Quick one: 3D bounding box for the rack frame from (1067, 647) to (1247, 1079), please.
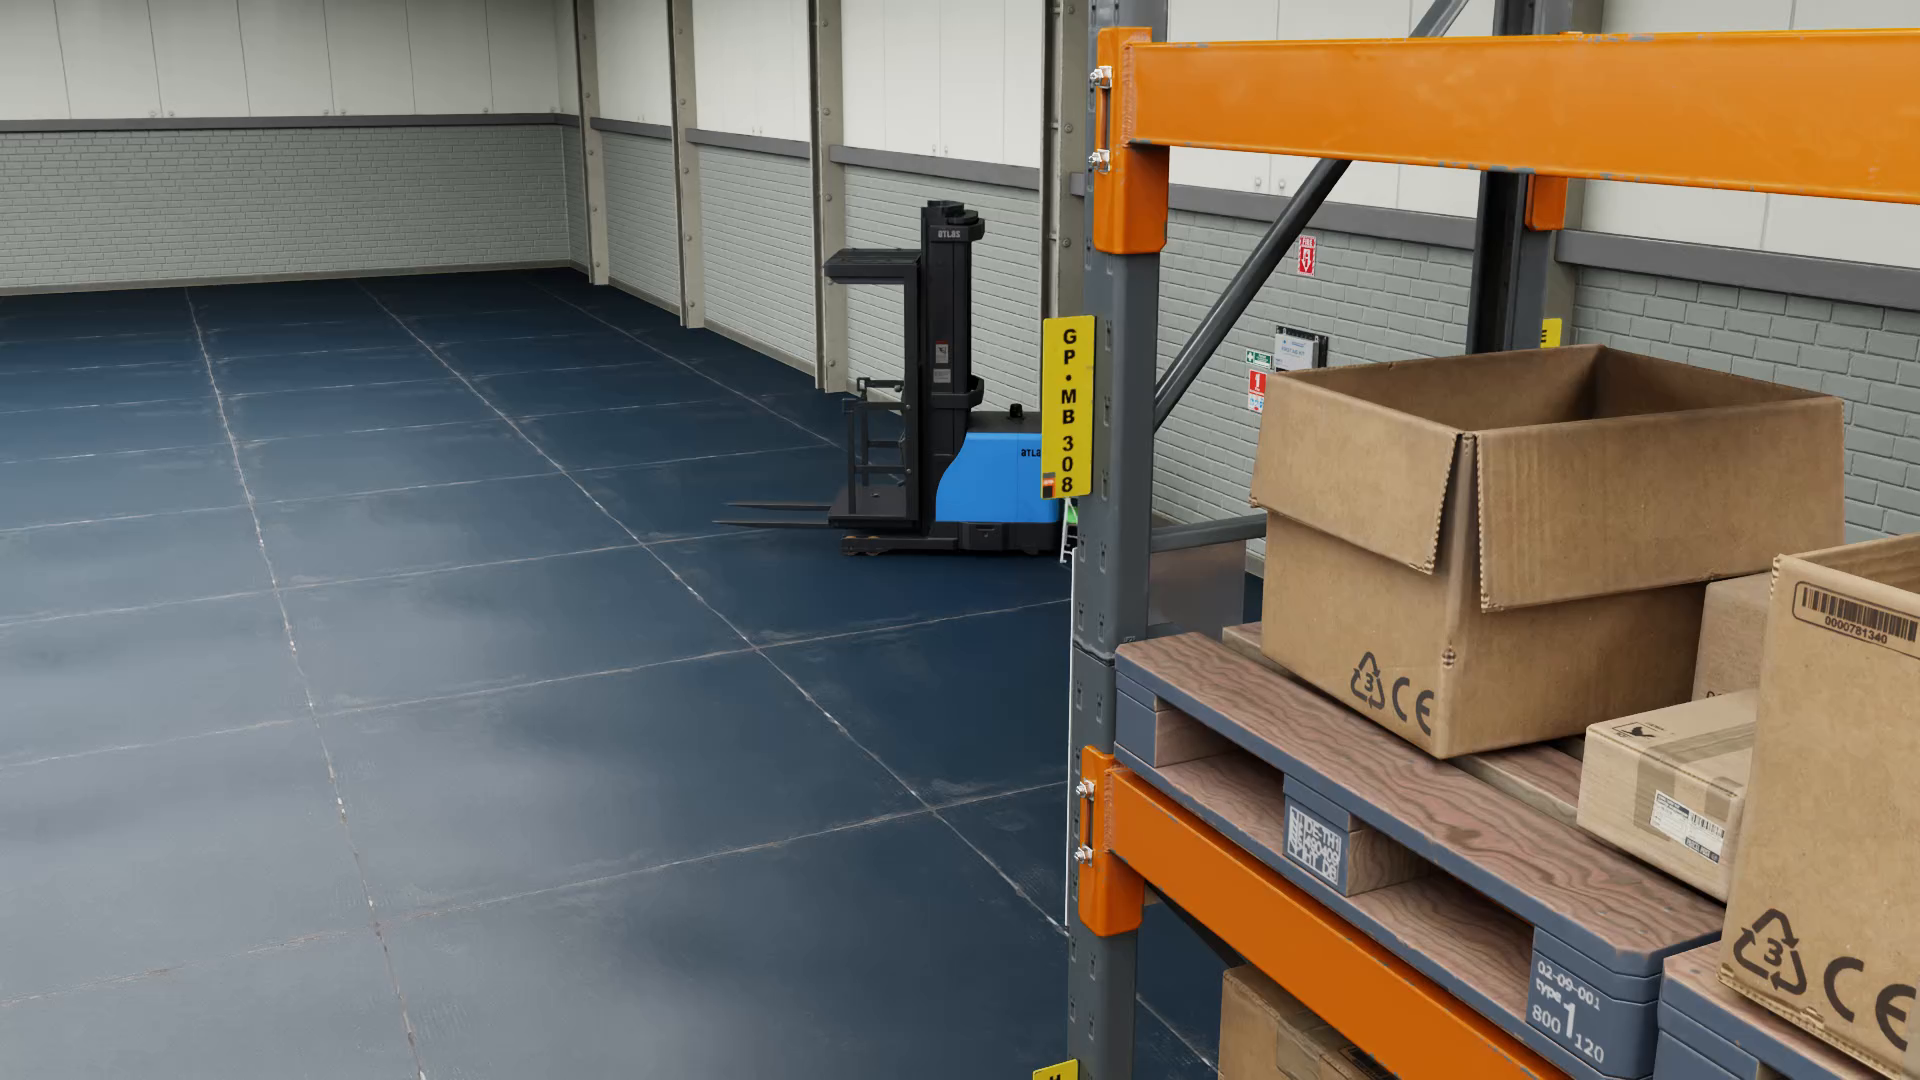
[{"bbox_3d":[0.693,1.599,3.739,1.000,3.000,0.127,-8,18,-25],"label":"rack frame"}]

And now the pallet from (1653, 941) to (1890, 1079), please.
[{"bbox_3d":[1.518,0.681,1.660,1.003,0.211,1.213,-8,18,-25],"label":"pallet"}]

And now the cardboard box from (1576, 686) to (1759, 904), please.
[{"bbox_3d":[1.050,0.322,2.192,0.380,0.149,0.250,-8,18,-25],"label":"cardboard box"}]

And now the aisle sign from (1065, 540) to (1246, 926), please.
[{"bbox_3d":[0.389,0.370,3.309,0.394,0.787,0.004,-8,18,-25],"label":"aisle sign"}]

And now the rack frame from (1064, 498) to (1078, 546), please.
[{"bbox_3d":[1.070,-0.520,14.356,0.240,1.200,0.015,6,17,5],"label":"rack frame"}]

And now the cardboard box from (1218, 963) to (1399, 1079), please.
[{"bbox_3d":[0.909,1.058,3.092,0.700,0.500,0.500,-8,18,-25],"label":"cardboard box"}]

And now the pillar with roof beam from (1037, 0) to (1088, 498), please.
[{"bbox_3d":[-2.898,-4.270,13.316,9.100,9.000,0.400,-8,18,-25],"label":"pillar with roof beam"}]

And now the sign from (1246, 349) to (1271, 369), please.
[{"bbox_3d":[2.397,-1.456,13.359,0.001,0.109,0.331,-8,18,-25],"label":"sign"}]

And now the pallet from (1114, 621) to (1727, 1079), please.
[{"bbox_3d":[0.980,0.378,2.716,1.003,0.211,1.213,-8,18,-25],"label":"pallet"}]

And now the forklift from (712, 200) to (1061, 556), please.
[{"bbox_3d":[-0.629,-1.419,14.383,3.031,2.935,1.130,1,16,3],"label":"forklift"}]

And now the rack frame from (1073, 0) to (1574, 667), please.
[{"bbox_3d":[0.693,-1.284,2.912,1.000,3.000,0.127,-8,18,-25],"label":"rack frame"}]

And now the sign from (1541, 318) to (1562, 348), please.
[{"bbox_3d":[1.187,-0.292,3.431,0.100,0.325,0.005,-8,18,-25],"label":"sign"}]

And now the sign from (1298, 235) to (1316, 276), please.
[{"bbox_3d":[2.638,-2.165,12.653,0.001,0.298,0.199,-8,18,-25],"label":"sign"}]

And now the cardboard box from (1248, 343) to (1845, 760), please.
[{"bbox_3d":[0.941,-0.018,2.736,0.797,0.503,0.637,-6,17,-21],"label":"cardboard box"}]

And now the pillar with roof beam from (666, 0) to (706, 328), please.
[{"bbox_3d":[-8.155,-7.246,23.685,9.100,9.000,0.400,-8,18,-25],"label":"pillar with roof beam"}]

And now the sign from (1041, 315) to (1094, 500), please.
[{"bbox_3d":[0.192,-0.235,2.966,0.100,0.325,0.005,-8,18,-25],"label":"sign"}]

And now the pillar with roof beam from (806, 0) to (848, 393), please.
[{"bbox_3d":[-5.527,-5.758,18.501,9.100,9.000,0.400,-8,18,-25],"label":"pillar with roof beam"}]

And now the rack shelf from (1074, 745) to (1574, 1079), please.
[{"bbox_3d":[1.569,0.999,1.697,1.077,0.370,4.000,-8,18,-25],"label":"rack shelf"}]

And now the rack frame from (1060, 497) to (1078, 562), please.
[{"bbox_3d":[1.012,-0.386,13.890,0.240,1.200,0.015,6,17,5],"label":"rack frame"}]

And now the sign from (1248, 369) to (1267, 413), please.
[{"bbox_3d":[2.402,-1.203,13.440,0.001,0.329,0.234,-8,18,-25],"label":"sign"}]

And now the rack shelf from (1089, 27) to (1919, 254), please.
[{"bbox_3d":[1.569,-0.250,1.338,1.077,0.370,4.000,-8,18,-25],"label":"rack shelf"}]

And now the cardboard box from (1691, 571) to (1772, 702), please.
[{"bbox_3d":[1.435,0.214,2.385,0.500,0.250,0.500,-8,18,-25],"label":"cardboard box"}]

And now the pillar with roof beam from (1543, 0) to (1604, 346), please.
[{"bbox_3d":[-0.270,-2.782,8.132,9.100,9.000,0.400,-8,18,-25],"label":"pillar with roof beam"}]

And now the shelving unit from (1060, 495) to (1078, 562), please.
[{"bbox_3d":[1.041,-0.453,14.123,0.258,1.200,0.503,6,17,5],"label":"shelving unit"}]

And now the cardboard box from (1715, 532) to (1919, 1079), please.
[{"bbox_3d":[1.175,0.285,1.685,0.500,0.500,0.500,-8,18,-25],"label":"cardboard box"}]

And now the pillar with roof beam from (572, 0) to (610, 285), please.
[{"bbox_3d":[-10.784,-8.733,28.869,9.100,9.000,0.400,-8,18,-25],"label":"pillar with roof beam"}]

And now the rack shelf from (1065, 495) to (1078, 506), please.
[{"bbox_3d":[1.037,-0.392,14.141,0.258,0.148,0.480,6,17,5],"label":"rack shelf"}]

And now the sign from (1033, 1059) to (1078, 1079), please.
[{"bbox_3d":[0.192,1.211,3.381,0.100,0.325,0.005,-8,18,-25],"label":"sign"}]

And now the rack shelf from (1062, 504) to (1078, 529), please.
[{"bbox_3d":[1.019,-0.163,14.209,0.258,0.148,0.480,6,17,5],"label":"rack shelf"}]

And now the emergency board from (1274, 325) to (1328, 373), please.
[{"bbox_3d":[2.552,-1.036,12.924,0.194,1.169,0.643,-8,18,-25],"label":"emergency board"}]
